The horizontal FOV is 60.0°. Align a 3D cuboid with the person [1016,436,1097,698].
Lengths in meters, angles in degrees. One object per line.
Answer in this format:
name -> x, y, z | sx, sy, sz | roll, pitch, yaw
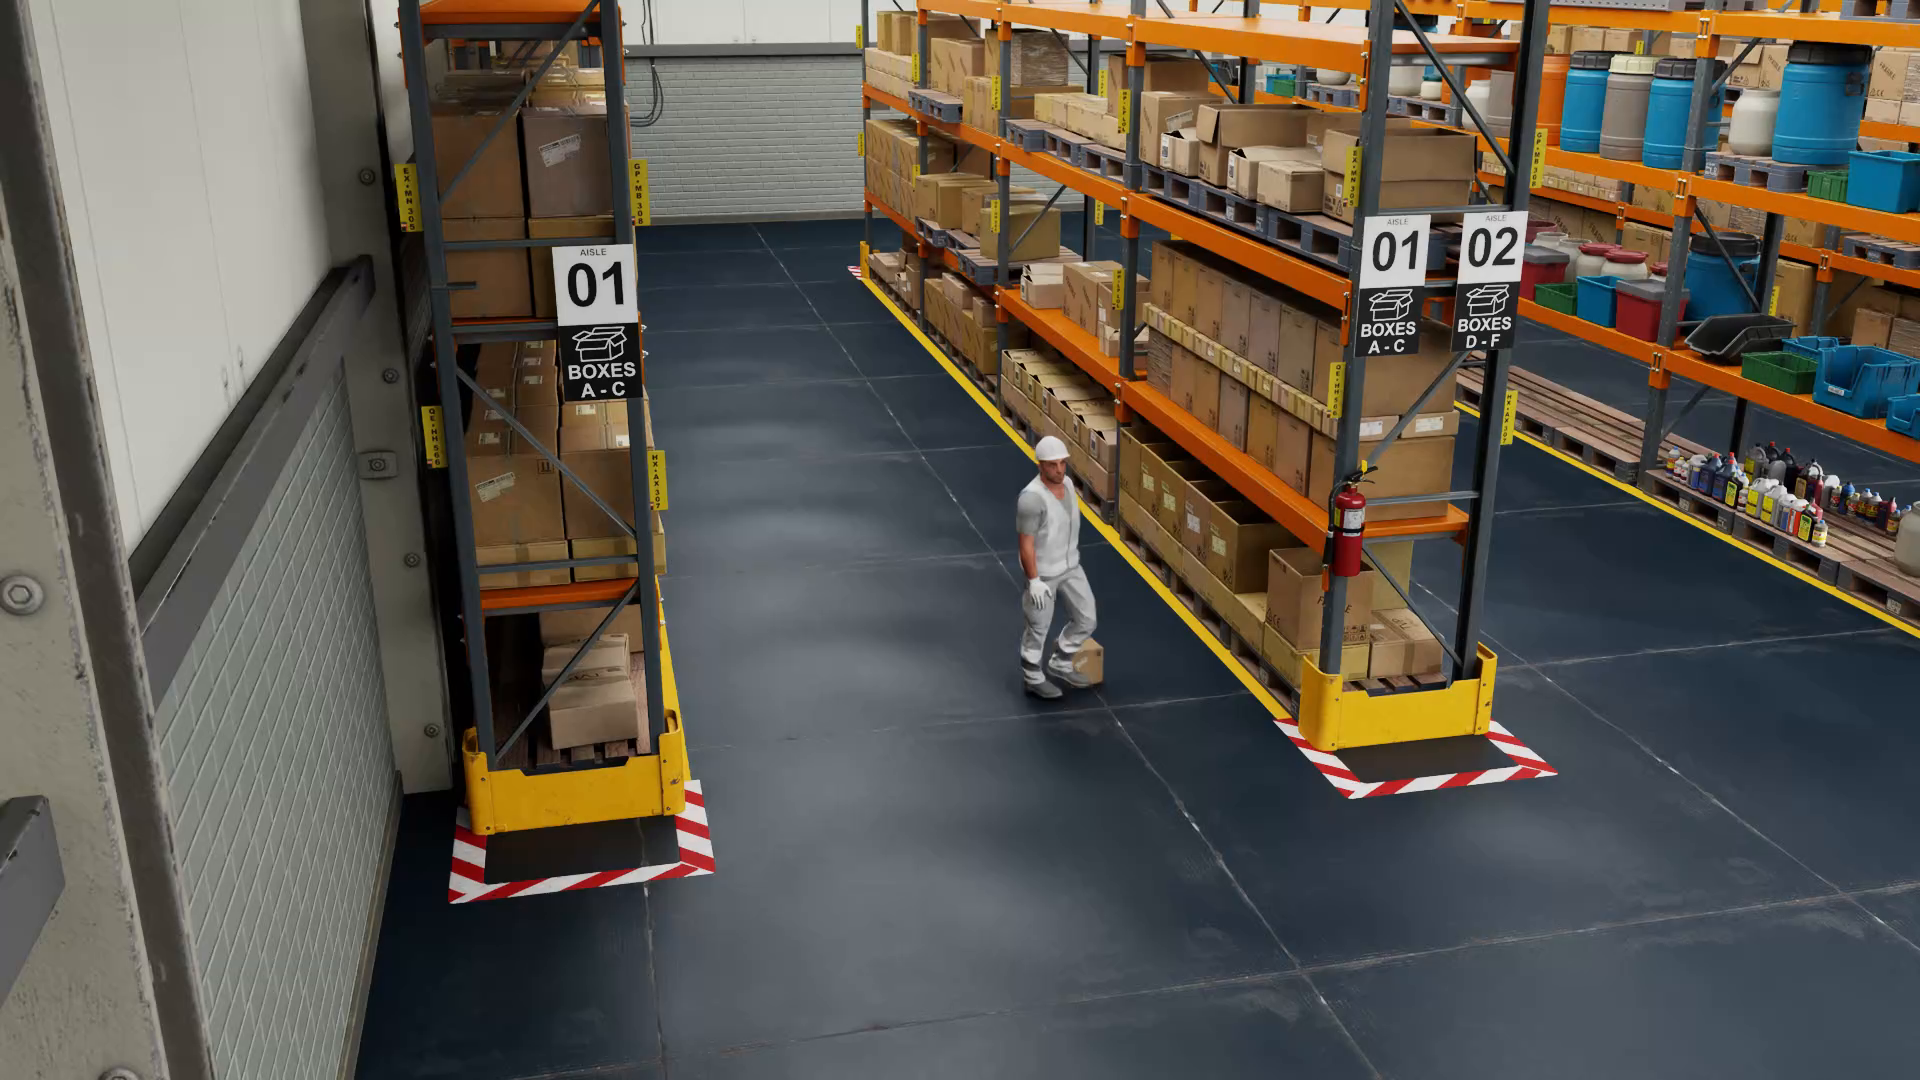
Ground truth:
person -> 0.578, 0.187, 10.450 | 0.480, 1.776, 0.614 | 17, 26, 40
